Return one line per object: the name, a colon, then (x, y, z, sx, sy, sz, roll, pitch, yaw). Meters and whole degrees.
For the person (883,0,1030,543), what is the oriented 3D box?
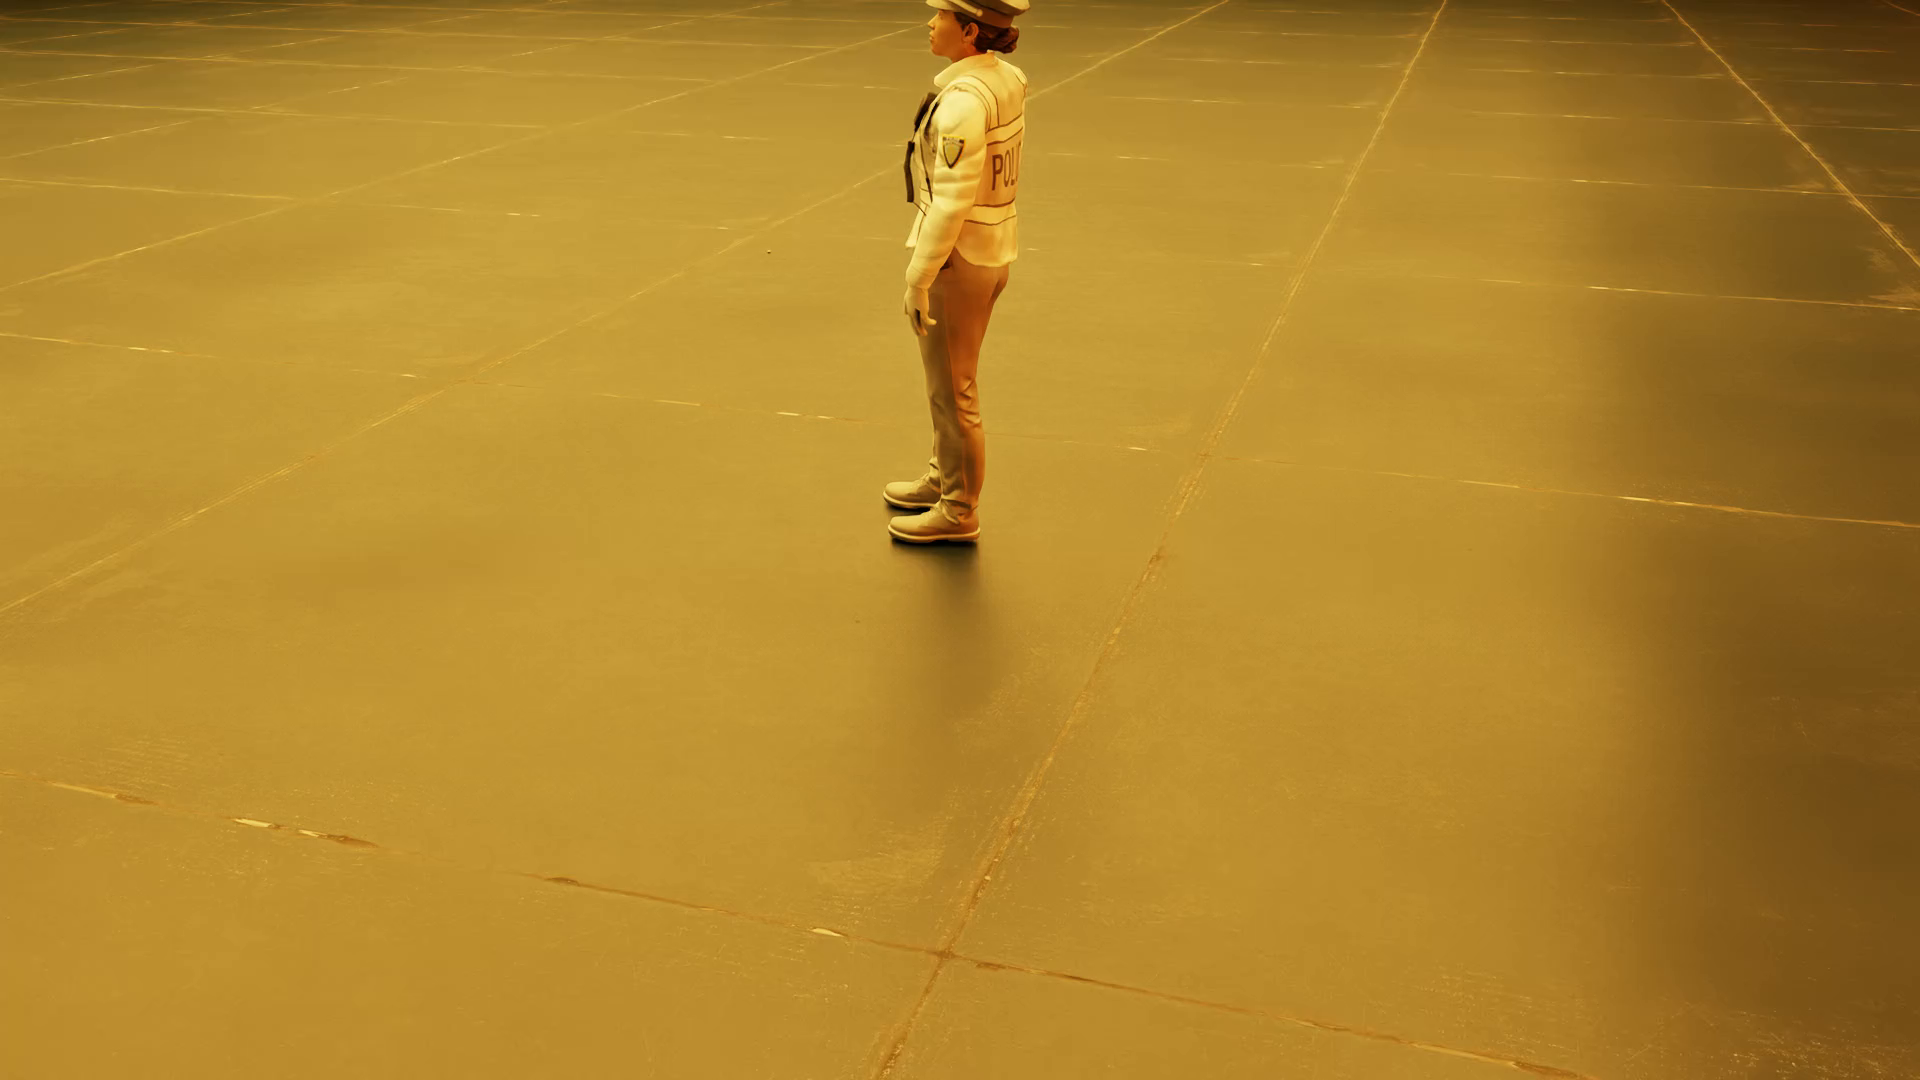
person: (-0.062, -0.800, 4.819, 0.534, 1.696, 0.587, 7, 23, 16)
